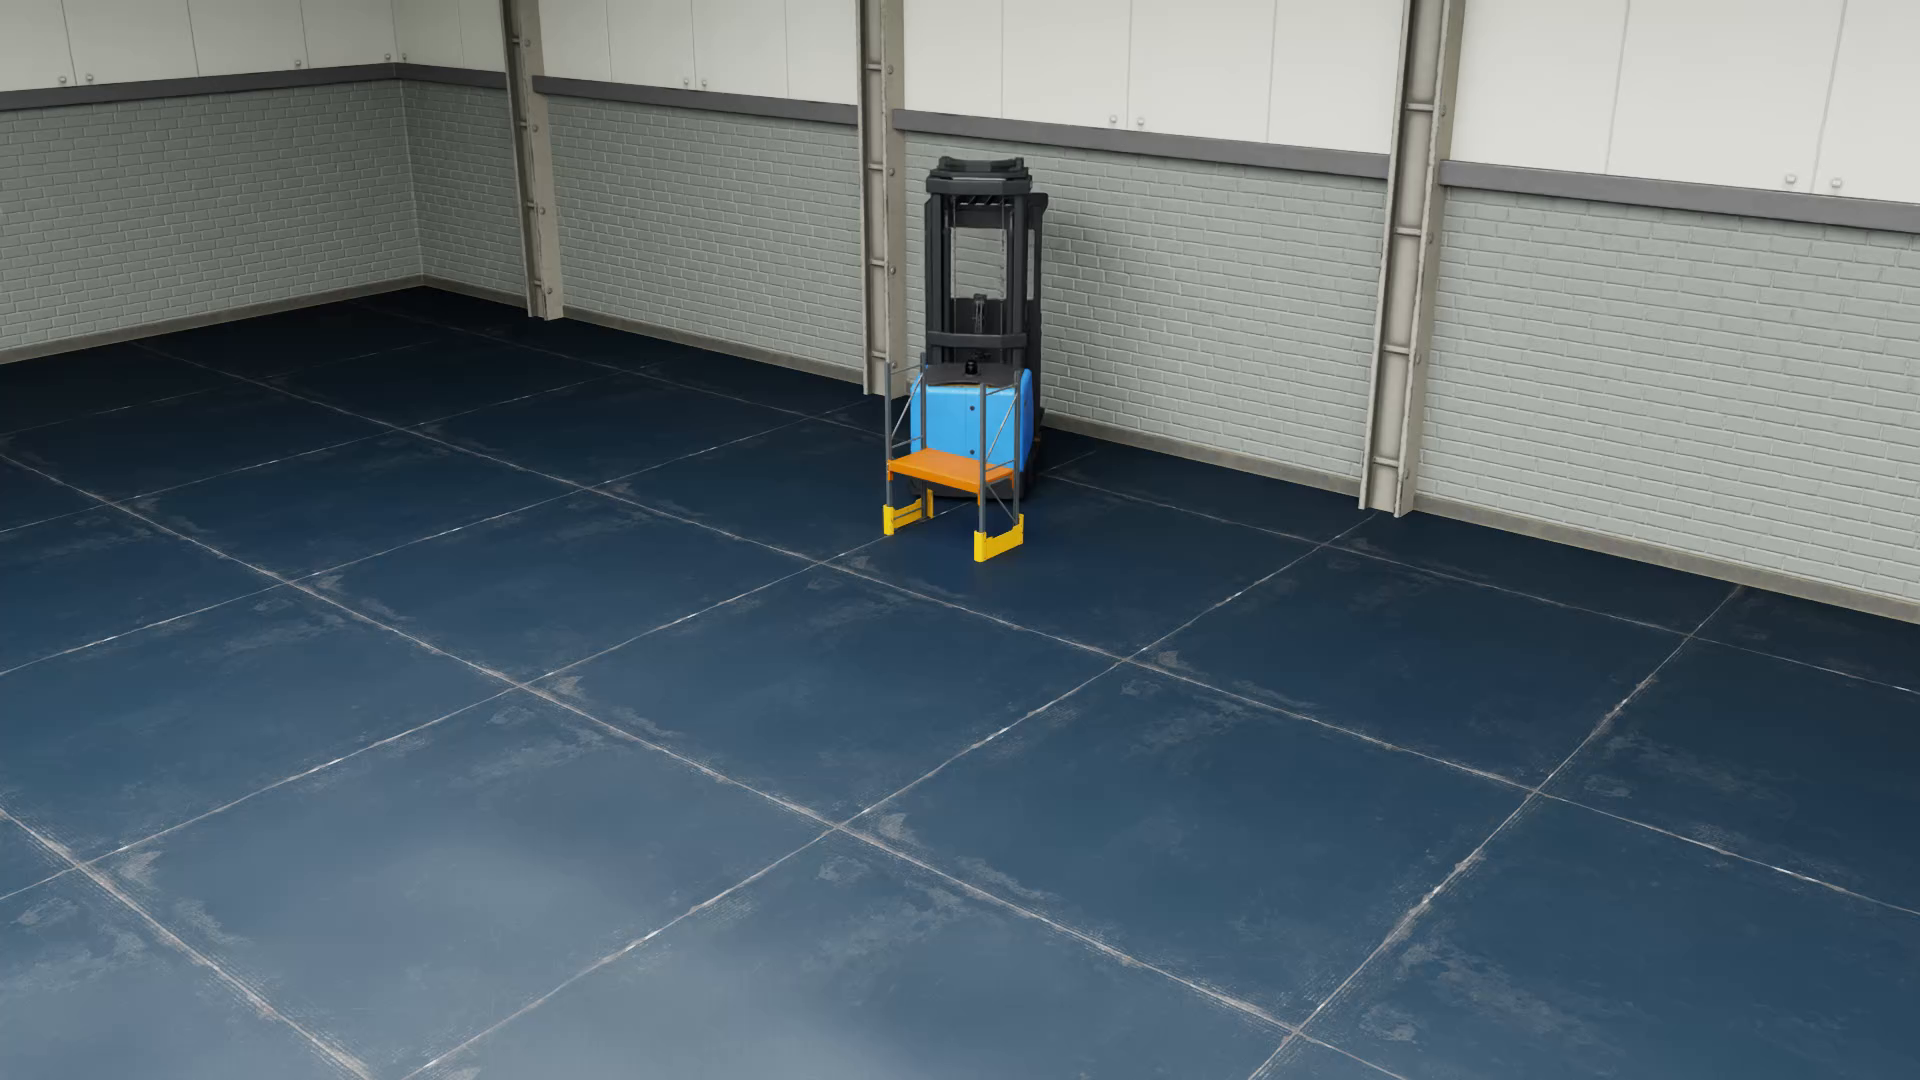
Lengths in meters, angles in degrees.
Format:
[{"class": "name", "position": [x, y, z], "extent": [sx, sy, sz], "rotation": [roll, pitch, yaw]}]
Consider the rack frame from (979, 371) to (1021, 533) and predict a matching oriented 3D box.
[{"class": "rack frame", "position": [0.328, -0.607, 13.655], "extent": [0.032, 1.500, 0.500], "rotation": [16, 26, 36]}]

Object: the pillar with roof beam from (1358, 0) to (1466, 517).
[{"class": "pillar with roof beam", "position": [1.102, -3.318, 10.216], "extent": [0.400, 9.000, 9.100], "rotation": [16, 26, 36]}]

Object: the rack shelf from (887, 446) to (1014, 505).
[{"class": "rack shelf", "position": [-0.066, -0.552, 14.020], "extent": [1.000, 0.185, 0.538], "rotation": [16, 26, 36]}]

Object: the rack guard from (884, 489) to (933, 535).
[{"class": "rack guard", "position": [-0.445, -0.245, 14.466], "extent": [0.087, 0.250, 0.587], "rotation": [16, 26, 36]}]

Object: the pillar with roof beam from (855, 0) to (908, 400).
[{"class": "pillar with roof beam", "position": [-3.546, -4.657, 13.765], "extent": [0.400, 9.000, 9.100], "rotation": [16, 26, 36]}]

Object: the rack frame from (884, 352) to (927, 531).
[{"class": "rack frame", "position": [-0.460, -0.834, 14.257], "extent": [0.032, 1.500, 0.500], "rotation": [16, 26, 36]}]

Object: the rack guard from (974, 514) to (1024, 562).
[{"class": "rack guard", "position": [0.327, -0.023, 13.877], "extent": [0.087, 0.250, 0.587], "rotation": [16, 26, 36]}]

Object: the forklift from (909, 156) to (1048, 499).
[{"class": "forklift", "position": [0.248, -2.219, 15.900], "extent": [1.130, 2.935, 3.031], "rotation": [3, 21, 7]}]

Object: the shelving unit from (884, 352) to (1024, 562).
[{"class": "shelving unit", "position": [-0.059, -0.719, 13.951], "extent": [1.083, 1.500, 0.587], "rotation": [16, 26, 36]}]

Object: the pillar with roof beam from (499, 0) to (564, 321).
[{"class": "pillar with roof beam", "position": [-8.195, -5.995, 17.315], "extent": [0.400, 9.000, 9.100], "rotation": [16, 26, 36]}]
